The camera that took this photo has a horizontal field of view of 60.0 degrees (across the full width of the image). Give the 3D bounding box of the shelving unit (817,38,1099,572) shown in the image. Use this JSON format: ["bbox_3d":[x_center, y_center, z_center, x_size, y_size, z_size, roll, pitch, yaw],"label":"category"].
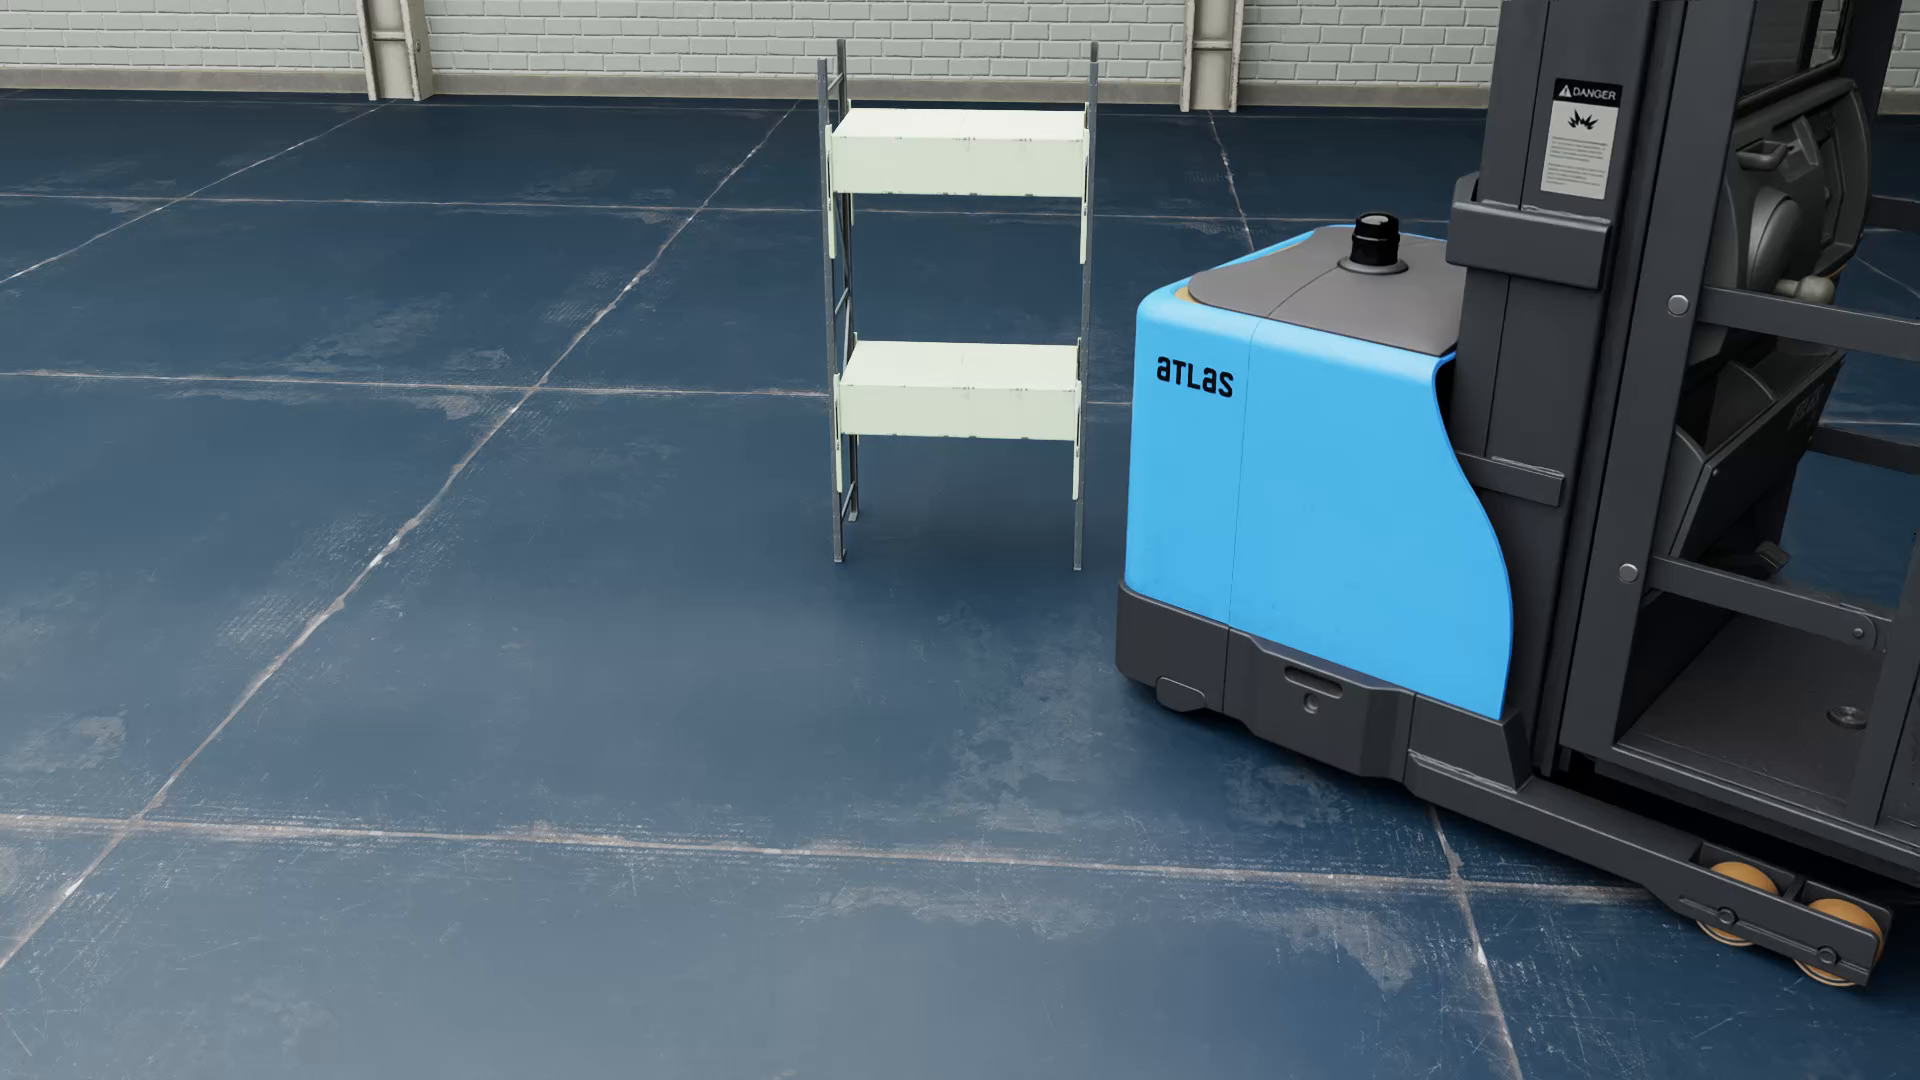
[{"bbox_3d":[0.007,-0.681,4.936,0.755,1.500,0.431,2,25,4],"label":"shelving unit"}]

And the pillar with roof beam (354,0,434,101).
[{"bbox_3d":[-4.514,-5.622,6.702,0.400,9.000,9.100,2,25,4],"label":"pillar with roof beam"}]

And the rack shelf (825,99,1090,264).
[{"bbox_3d":[0.007,-1.036,4.773,0.720,0.370,0.431,2,25,4],"label":"rack shelf"}]

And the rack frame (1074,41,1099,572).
[{"bbox_3d":[0.372,-0.669,4.911,0.023,1.500,0.400,2,25,4],"label":"rack frame"}]

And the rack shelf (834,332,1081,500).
[{"bbox_3d":[0.007,-0.385,5.072,0.720,0.370,0.431,2,25,4],"label":"rack shelf"}]

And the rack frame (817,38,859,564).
[{"bbox_3d":[-0.358,-0.693,4.961,0.023,1.500,0.400,2,25,4],"label":"rack frame"}]

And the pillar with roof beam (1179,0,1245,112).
[{"bbox_3d":[1.468,-5.430,6.285,0.400,9.000,9.100,2,25,4],"label":"pillar with roof beam"}]

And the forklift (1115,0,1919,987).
[{"bbox_3d":[1.858,-0.693,3.249,3.031,2.935,1.130,20,31,36],"label":"forklift"}]
